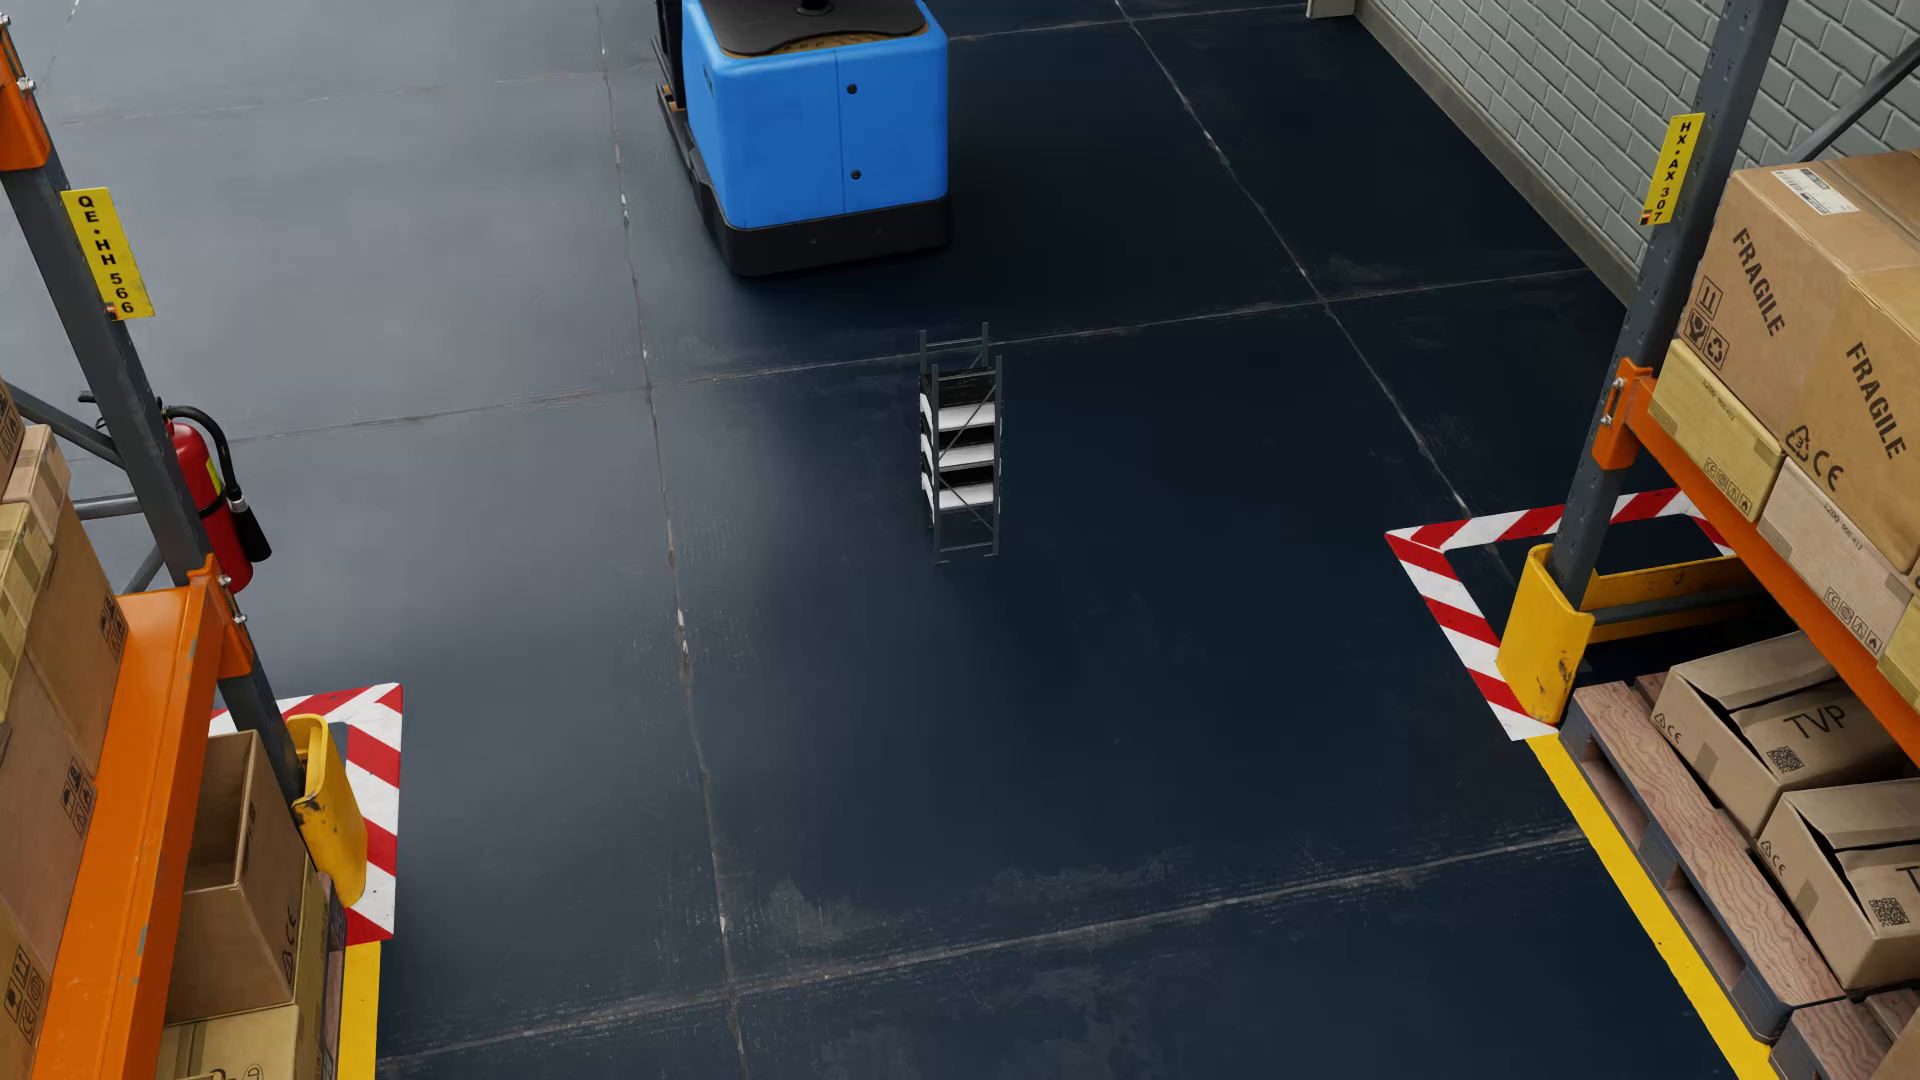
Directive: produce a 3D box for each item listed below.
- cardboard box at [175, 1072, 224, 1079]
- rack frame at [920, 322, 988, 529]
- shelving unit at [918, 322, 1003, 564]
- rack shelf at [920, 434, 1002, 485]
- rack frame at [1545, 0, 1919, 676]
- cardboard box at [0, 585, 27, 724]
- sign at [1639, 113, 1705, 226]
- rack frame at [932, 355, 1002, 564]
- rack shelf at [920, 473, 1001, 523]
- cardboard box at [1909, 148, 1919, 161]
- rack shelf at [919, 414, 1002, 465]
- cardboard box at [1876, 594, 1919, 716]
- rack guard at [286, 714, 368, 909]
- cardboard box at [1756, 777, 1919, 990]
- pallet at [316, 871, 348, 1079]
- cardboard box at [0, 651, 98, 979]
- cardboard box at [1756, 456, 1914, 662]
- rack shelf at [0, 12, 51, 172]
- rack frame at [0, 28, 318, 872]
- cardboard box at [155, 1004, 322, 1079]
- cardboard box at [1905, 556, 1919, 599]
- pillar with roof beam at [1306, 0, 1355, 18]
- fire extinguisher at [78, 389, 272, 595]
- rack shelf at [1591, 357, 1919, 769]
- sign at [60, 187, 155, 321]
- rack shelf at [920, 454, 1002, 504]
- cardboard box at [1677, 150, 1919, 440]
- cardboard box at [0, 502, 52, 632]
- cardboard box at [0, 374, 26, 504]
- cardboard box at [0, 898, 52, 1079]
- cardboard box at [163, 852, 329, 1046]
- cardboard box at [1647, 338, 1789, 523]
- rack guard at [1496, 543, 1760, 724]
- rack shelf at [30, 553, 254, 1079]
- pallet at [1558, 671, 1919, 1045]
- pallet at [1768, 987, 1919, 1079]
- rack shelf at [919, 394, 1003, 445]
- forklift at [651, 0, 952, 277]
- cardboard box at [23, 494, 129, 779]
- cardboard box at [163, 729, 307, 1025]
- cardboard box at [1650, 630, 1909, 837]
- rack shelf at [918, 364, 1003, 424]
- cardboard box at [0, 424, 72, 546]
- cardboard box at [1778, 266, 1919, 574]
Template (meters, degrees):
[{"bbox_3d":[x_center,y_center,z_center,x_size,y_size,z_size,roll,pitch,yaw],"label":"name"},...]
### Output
[{"bbox_3d":[-1.762,1.510,3.479,0.500,0.500,0.500,-8,42,-9],"label":"cardboard box"},{"bbox_3d":[-0.020,-0.397,6.020,0.240,0.900,0.006,-8,42,-9],"label":"rack frame"},{"bbox_3d":[0.002,-0.331,5.945,0.258,0.900,0.210,-8,42,-9],"label":"shelving unit"},{"bbox_3d":[0.002,-0.306,5.967,0.258,0.077,0.200,-8,42,-9],"label":"rack shelf"},{"bbox_3d":[2.437,-0.744,4.828,1.000,3.000,0.127,-8,42,-9],"label":"rack frame"},{"bbox_3d":[-2.017,0.244,3.152,0.380,0.149,0.250,-9,42,-10],"label":"cardboard box"},{"bbox_3d":[1.907,-0.990,4.453,0.100,0.325,0.005,-8,42,-9],"label":"sign"},{"bbox_3d":[0.024,-0.265,5.871,0.240,0.900,0.006,-8,42,-9],"label":"rack frame"},{"bbox_3d":[0.002,-0.172,6.087,0.258,0.077,0.200,-8,42,-9],"label":"rack shelf"},{"bbox_3d":[2.746,-0.701,4.313,0.500,0.500,0.500,-9,42,-10],"label":"cardboard box"},{"bbox_3d":[0.002,-0.374,5.908,0.258,0.077,0.200,-8,42,-9],"label":"rack shelf"},{"bbox_3d":[2.463,0.332,3.714,0.500,0.250,0.500,-9,42,-10],"label":"cardboard box"},{"bbox_3d":[-2.404,0.888,4.873,1.175,0.500,0.348,-8,42,-9],"label":"rack guard"},{"bbox_3d":[2.622,0.928,4.639,0.500,0.311,0.500,-5,42,-6],"label":"cardboard box"},{"bbox_3d":[-2.193,1.501,4.400,1.003,0.211,1.213,-8,42,-9],"label":"pallet"},{"bbox_3d":[-2.193,0.575,3.267,0.700,0.500,0.500,-7,42,-8],"label":"cardboard box"},{"bbox_3d":[2.358,0.001,4.087,0.500,0.250,0.500,-10,42,-11],"label":"cardboard box"},{"bbox_3d":[-1.967,0.412,1.809,1.077,0.370,4.000,-8,42,-9],"label":"rack shelf"},{"bbox_3d":[-2.399,-0.032,4.026,1.000,3.000,0.127,-8,42,-9],"label":"rack frame"},{"bbox_3d":[-1.875,1.467,4.092,0.500,0.250,0.500,-8,42,-9],"label":"cardboard box"},{"bbox_3d":[2.449,0.034,3.485,0.500,0.500,0.500,-10,42,-11],"label":"cardboard box"},{"bbox_3d":[-2.066,-5.930,6.152,9.100,9.000,0.400,-8,42,-9],"label":"pillar with roof beam"},{"bbox_3d":[-1.971,-0.146,4.213,0.296,0.674,0.183,-8,42,-9],"label":"fire extinguisher"},{"bbox_3d":[2.869,0.822,3.607,1.077,0.370,4.000,-8,42,-9],"label":"rack shelf"},{"bbox_3d":[-1.866,-0.622,3.641,0.100,0.325,0.005,-8,42,-9],"label":"sign"},{"bbox_3d":[0.002,-0.239,6.027,0.258,0.077,0.200,-8,42,-9],"label":"rack shelf"},{"bbox_3d":[2.247,-0.623,4.226,0.500,0.500,0.500,-8,42,-9],"label":"cardboard box"},{"bbox_3d":[-2.073,0.078,3.338,0.380,0.149,0.250,-7,42,-8],"label":"cardboard box"},{"bbox_3d":[-2.299,-0.215,3.181,0.700,0.500,0.500,-8,42,-9],"label":"cardboard box"},{"bbox_3d":[-2.091,0.898,2.904,0.700,0.500,0.500,-8,42,-9],"label":"cardboard box"},{"bbox_3d":[-1.995,1.145,4.456,0.500,0.250,0.500,-8,42,-9],"label":"cardboard box"},{"bbox_3d":[2.232,-0.333,4.464,0.500,0.250,0.500,-9,42,-11],"label":"cardboard box"},{"bbox_3d":[2.454,0.240,5.603,1.175,0.500,0.348,-8,42,-9],"label":"rack guard"},{"bbox_3d":[-1.967,1.534,2.804,1.077,0.370,4.000,-8,42,-9],"label":"rack shelf"},{"bbox_3d":[2.594,0.880,5.100,1.003,0.211,1.213,-8,42,-9],"label":"pallet"},{"bbox_3d":[2.854,1.669,4.211,1.003,0.211,1.213,-8,42,-9],"label":"pallet"},{"bbox_3d":[0.002,-0.441,5.848,0.258,0.077,0.200,-8,42,-9],"label":"rack shelf"},{"bbox_3d":[-0.959,-3.271,7.727,1.130,2.935,3.031,-12,43,-13],"label":"forklift"},{"bbox_3d":[-2.311,0.235,3.650,0.700,0.500,0.500,-8,42,-9],"label":"cardboard box"},{"bbox_3d":[-1.993,0.864,4.207,0.500,0.500,0.500,-8,42,-9],"label":"cardboard box"},{"bbox_3d":[2.499,0.559,5.055,0.500,0.311,0.500,-13,43,-14],"label":"cardboard box"},{"bbox_3d":[0.002,-0.508,5.788,0.258,0.077,0.200,-8,42,-9],"label":"rack shelf"},{"bbox_3d":[-2.130,-0.091,3.529,0.380,0.149,0.250,-9,42,-10],"label":"cardboard box"},{"bbox_3d":[2.344,-0.301,3.863,0.500,0.500,0.500,-8,42,-9],"label":"cardboard box"}]
